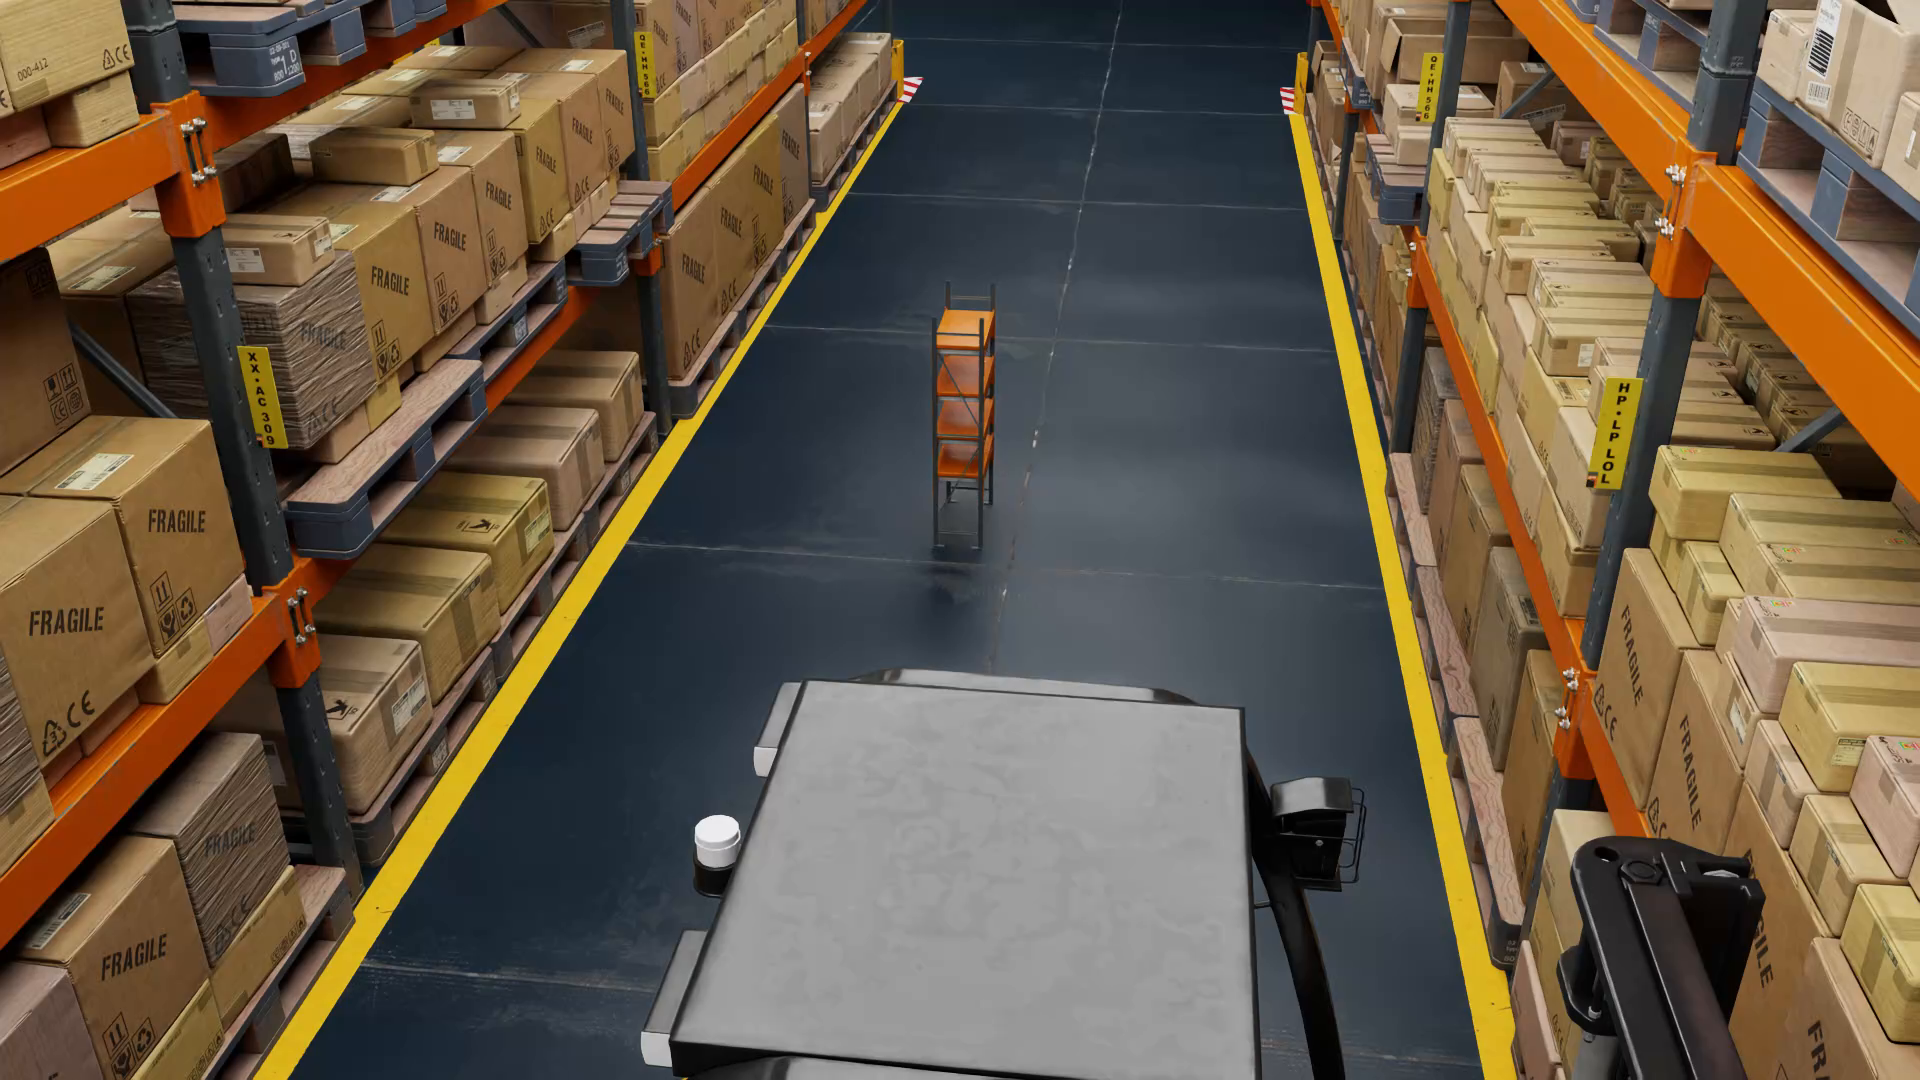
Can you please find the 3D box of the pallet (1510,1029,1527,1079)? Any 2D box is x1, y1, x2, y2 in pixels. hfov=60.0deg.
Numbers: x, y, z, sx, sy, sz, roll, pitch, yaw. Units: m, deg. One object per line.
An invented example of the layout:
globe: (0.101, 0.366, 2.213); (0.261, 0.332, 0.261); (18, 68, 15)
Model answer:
pallet: (2.166, 1.816, 4.656); (1.003, 0.211, 1.213); (3, 28, 6)

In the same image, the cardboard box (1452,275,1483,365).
cardboard box: (2.375, -0.926, 6.965); (0.500, 0.250, 0.500); (2, 28, 5)

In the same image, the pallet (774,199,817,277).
pallet: (-1.662, -2.241, 12.186); (1.003, 0.211, 1.213); (3, 28, 6)

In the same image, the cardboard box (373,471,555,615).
cardboard box: (-2.392, -0.011, 7.436); (0.950, 0.372, 0.625); (4, 29, 8)

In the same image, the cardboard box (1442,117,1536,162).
cardboard box: (2.463, -1.863, 7.756); (0.380, 0.149, 0.250); (4, 29, 8)

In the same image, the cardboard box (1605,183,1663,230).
cardboard box: (2.872, -1.345, 6.794); (0.380, 0.149, 0.250); (3, 28, 6)

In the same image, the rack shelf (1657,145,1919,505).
rack shelf: (2.060, 0.154, 2.397); (1.077, 0.370, 4.000); (3, 28, 6)

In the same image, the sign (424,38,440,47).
sign: (-2.683, -2.493, 8.495); (0.100, 0.325, 0.005); (3, 28, 6)

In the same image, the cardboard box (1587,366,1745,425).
cardboard box: (2.140, -0.409, 5.058); (0.380, 0.149, 0.250); (3, 28, 5)

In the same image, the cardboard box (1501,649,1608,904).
cardboard box: (2.357, 0.831, 5.606); (0.875, 0.625, 0.625); (5, 29, 8)

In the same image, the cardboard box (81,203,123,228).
cardboard box: (-6.471, -2.556, 12.024); (0.500, 0.500, 0.500); (3, 28, 5)

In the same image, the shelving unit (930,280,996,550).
shelving unit: (0.020, -0.606, 8.110); (0.258, 1.200, 0.503); (3, 28, 6)

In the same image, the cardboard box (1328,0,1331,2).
cardboard box: (3.255, -4.579, 13.852); (0.380, 0.149, 0.250); (3, 28, 5)

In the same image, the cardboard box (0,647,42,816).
cardboard box: (-2.545, 0.466, 3.804); (0.500, 0.500, 0.500); (4, 29, 8)

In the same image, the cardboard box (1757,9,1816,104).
cardboard box: (1.948, -1.029, 3.551); (0.380, 0.149, 0.250); (4, 29, 7)

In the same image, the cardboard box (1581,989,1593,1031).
cardboard box: (1.861, 1.252, 4.166); (0.500, 0.250, 0.500); (3, 28, 6)

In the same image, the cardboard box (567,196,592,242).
cardboard box: (-1.925, -1.490, 7.674); (0.380, 0.149, 0.250); (2, 28, 4)

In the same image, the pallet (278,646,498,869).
pallet: (-2.528, 0.791, 6.559); (1.003, 0.211, 1.213); (3, 28, 6)

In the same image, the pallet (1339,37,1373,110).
pallet: (3.079, -3.095, 11.034); (1.003, 0.211, 1.213); (3, 28, 6)

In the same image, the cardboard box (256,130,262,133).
cardboard box: (-6.211, -3.526, 14.195); (0.380, 0.149, 0.250); (3, 28, 5)

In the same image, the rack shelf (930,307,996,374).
rack shelf: (0.020, -0.952, 7.924); (0.258, 0.148, 0.480); (3, 28, 6)

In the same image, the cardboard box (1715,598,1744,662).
cardboard box: (1.970, 0.268, 3.800); (0.380, 0.149, 0.250); (3, 28, 6)

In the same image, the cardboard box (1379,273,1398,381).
cardboard box: (2.705, -1.197, 9.502); (0.500, 0.500, 0.500); (3, 28, 5)

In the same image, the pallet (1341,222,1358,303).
pallet: (3.223, -1.936, 11.622); (1.003, 0.211, 1.213); (3, 28, 6)

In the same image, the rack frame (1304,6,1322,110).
rack frame: (3.775, -5.432, 15.170); (1.000, 3.000, 0.127); (3, 28, 6)

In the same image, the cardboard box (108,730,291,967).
cardboard box: (-2.428, 0.920, 5.046); (0.500, 0.500, 0.500); (3, 28, 5)

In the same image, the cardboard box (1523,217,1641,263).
cardboard box: (2.380, -1.127, 6.389); (0.380, 0.149, 0.250); (3, 28, 6)

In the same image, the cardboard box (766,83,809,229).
cardboard box: (-1.638, -2.789, 12.061); (0.875, 0.875, 0.875); (4, 29, 8)

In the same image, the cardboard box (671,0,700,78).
cardboard box: (-1.778, -2.889, 9.290); (0.500, 0.500, 0.500); (3, 29, 6)

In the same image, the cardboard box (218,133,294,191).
cardboard box: (-2.708, -1.401, 6.143); (0.380, 0.149, 0.250); (2, 28, 4)

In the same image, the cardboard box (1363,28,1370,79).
cardboard box: (2.734, -3.043, 10.435); (0.396, 0.266, 0.258); (5, 29, 9)

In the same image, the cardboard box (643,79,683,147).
cardboard box: (-1.825, -2.331, 9.045); (0.500, 0.250, 0.500); (3, 28, 6)

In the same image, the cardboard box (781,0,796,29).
cardboard box: (-1.455, -3.768, 11.713); (0.500, 0.250, 0.500); (3, 28, 6)

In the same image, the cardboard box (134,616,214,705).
cardboard box: (-2.383, 0.327, 4.745); (0.380, 0.149, 0.250); (4, 29, 7)

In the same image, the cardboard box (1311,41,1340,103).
cardboard box: (3.606, -4.235, 15.138); (0.797, 0.503, 0.637); (2, 28, 4)

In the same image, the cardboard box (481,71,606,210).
cardboard box: (-1.964, -1.839, 7.638); (0.500, 0.500, 0.500); (3, 28, 5)

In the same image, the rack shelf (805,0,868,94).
rack shelf: (-1.397, -4.460, 14.125); (1.077, 0.370, 4.000); (3, 28, 6)

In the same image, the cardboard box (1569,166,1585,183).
cardboard box: (3.016, -1.593, 7.675); (0.500, 0.250, 0.500); (4, 29, 7)

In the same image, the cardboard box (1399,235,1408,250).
cardboard box: (2.760, -1.657, 9.671); (0.380, 0.149, 0.250); (4, 29, 8)

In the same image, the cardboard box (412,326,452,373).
cardboard box: (-2.170, -0.760, 6.319); (0.380, 0.149, 0.250); (4, 29, 7)

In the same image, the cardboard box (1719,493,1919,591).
cardboard box: (2.046, 0.018, 3.950); (0.380, 0.149, 0.250); (4, 29, 7)

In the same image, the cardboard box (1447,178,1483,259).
cardboard box: (2.435, -1.390, 7.298); (0.500, 0.250, 0.500); (4, 29, 8)

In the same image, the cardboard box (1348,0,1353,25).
cardboard box: (3.105, -3.868, 12.111); (0.500, 0.250, 0.500); (4, 29, 7)

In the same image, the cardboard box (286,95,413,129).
cardboard box: (-2.532, -1.618, 7.229); (0.500, 0.500, 0.500); (4, 29, 7)

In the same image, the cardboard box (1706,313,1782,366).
cardboard box: (2.688, -0.628, 5.464); (0.380, 0.149, 0.250); (3, 28, 6)

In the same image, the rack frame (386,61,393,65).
rack frame: (-6.077, -5.959, 16.148); (1.000, 3.000, 0.127); (3, 28, 6)

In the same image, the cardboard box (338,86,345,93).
cardboard box: (-6.001, -4.265, 15.568); (0.380, 0.149, 0.250); (4, 29, 7)

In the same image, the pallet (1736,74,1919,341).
pallet: (2.226, -0.662, 3.247); (1.003, 0.211, 1.213); (3, 28, 6)

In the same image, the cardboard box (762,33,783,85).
cardboard box: (-1.510, -3.304, 11.379); (0.500, 0.250, 0.500); (3, 28, 5)

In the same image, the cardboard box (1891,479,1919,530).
cardboard box: (2.565, -0.076, 4.126); (0.380, 0.149, 0.250); (3, 29, 6)

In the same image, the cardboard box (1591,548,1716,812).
cardboard box: (1.991, 0.366, 4.302); (0.500, 0.500, 0.500); (3, 28, 5)
